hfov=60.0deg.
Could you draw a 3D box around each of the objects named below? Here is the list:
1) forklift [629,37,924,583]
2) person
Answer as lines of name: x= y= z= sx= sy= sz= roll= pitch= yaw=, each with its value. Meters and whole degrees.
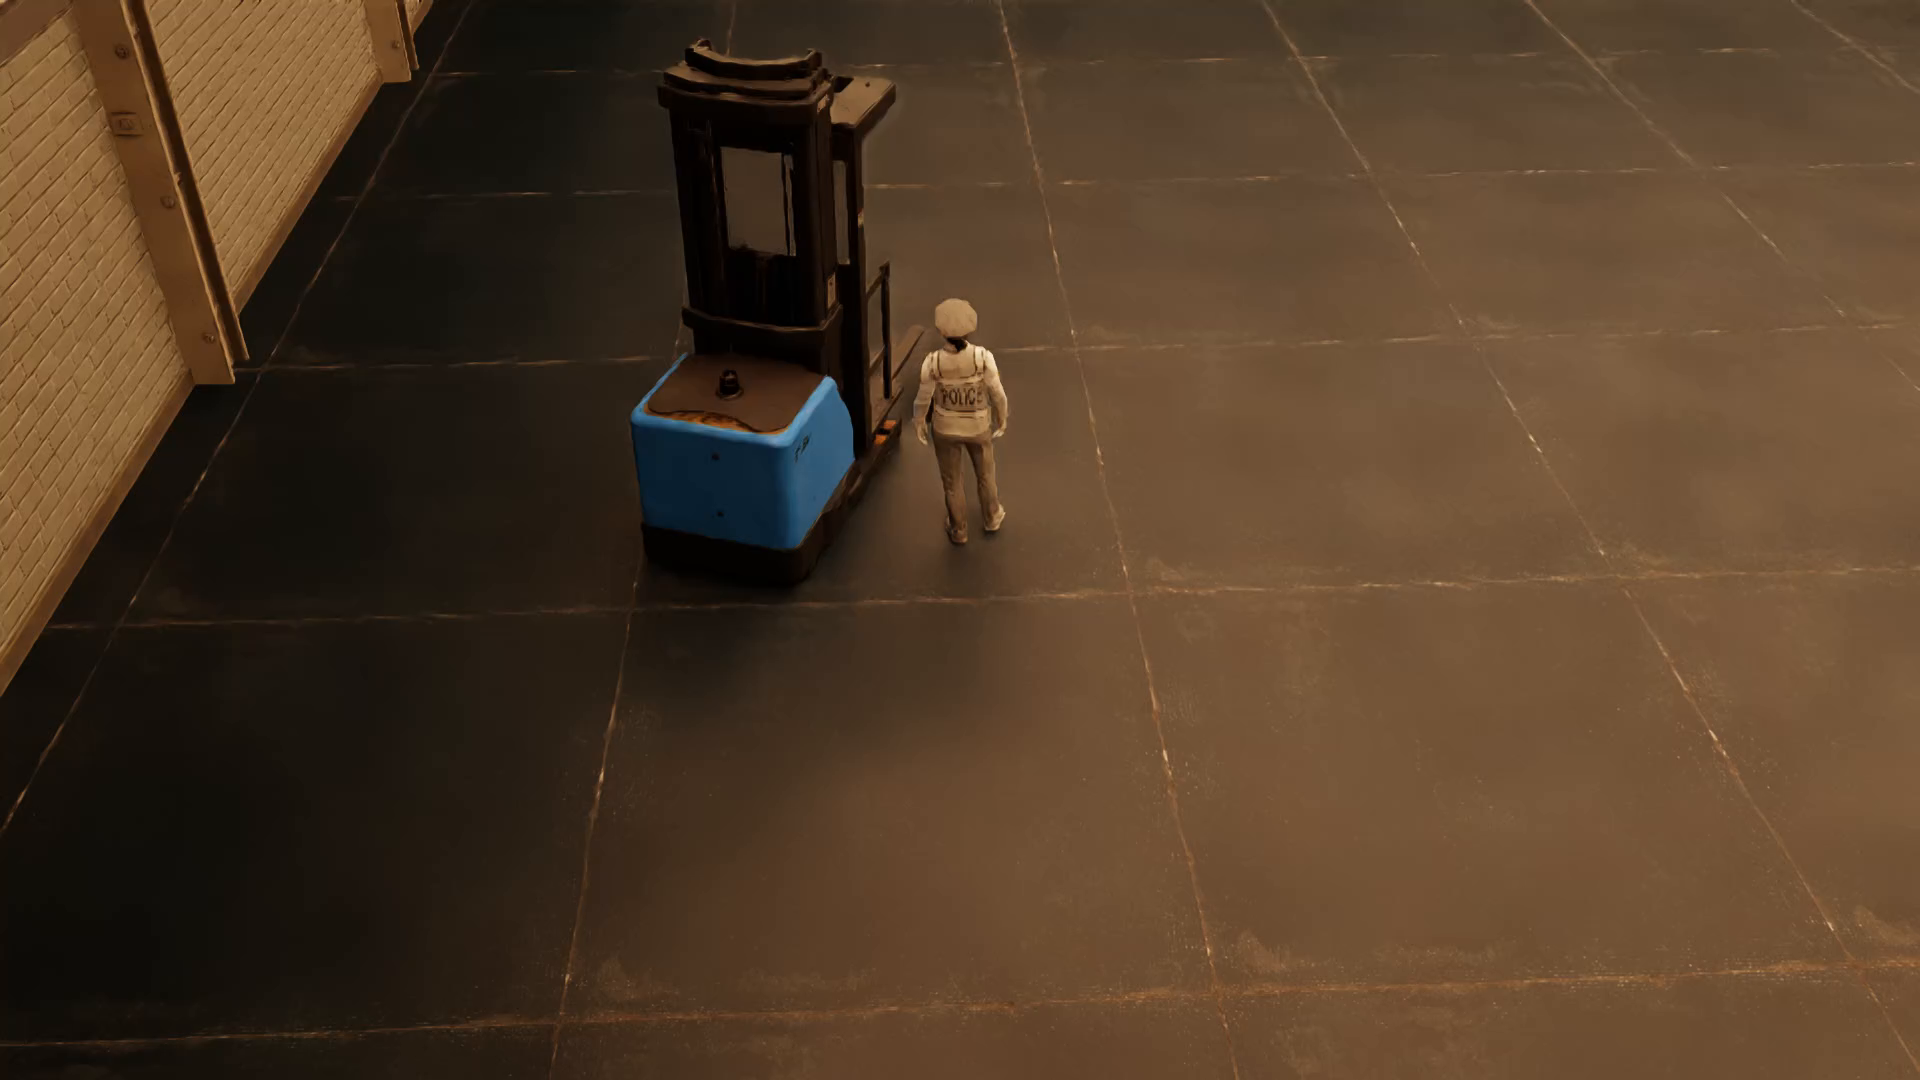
forklift: x=-1.033 y=-1.795 z=10.474 sx=1.130 sy=2.935 sz=3.031 roll=10 pitch=37 yaw=14
person: x=0.004 y=-0.731 z=10.052 sx=0.586 sy=1.695 sz=0.532 roll=-2 pitch=36 yaw=-2
